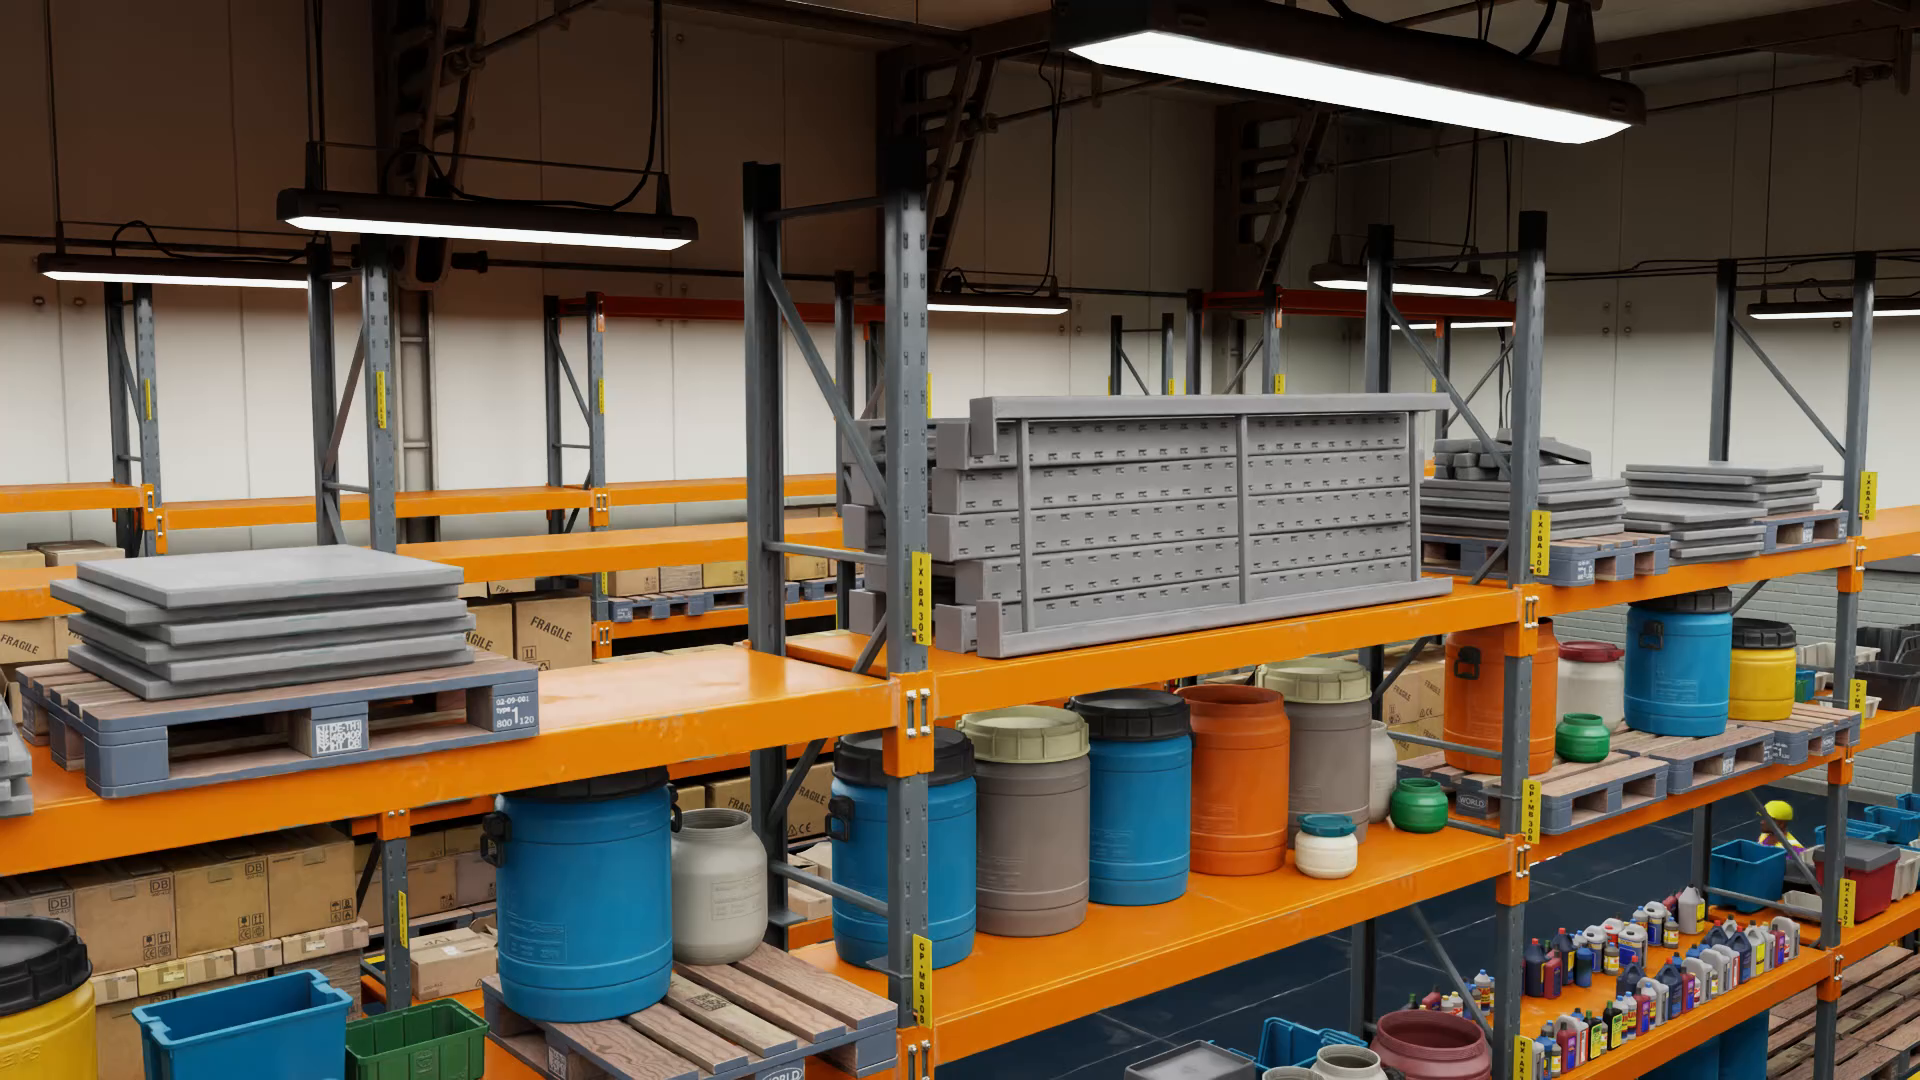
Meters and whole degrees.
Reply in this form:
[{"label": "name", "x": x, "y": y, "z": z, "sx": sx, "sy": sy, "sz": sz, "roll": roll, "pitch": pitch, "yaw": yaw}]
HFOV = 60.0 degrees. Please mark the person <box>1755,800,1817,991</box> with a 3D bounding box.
[{"label": "person", "x": 6.703, "y": 2.984, "z": 13.700, "sx": 1.108, "sy": 1.714, "sz": 0.634, "roll": -1, "pitch": 6, "yaw": -9}]
